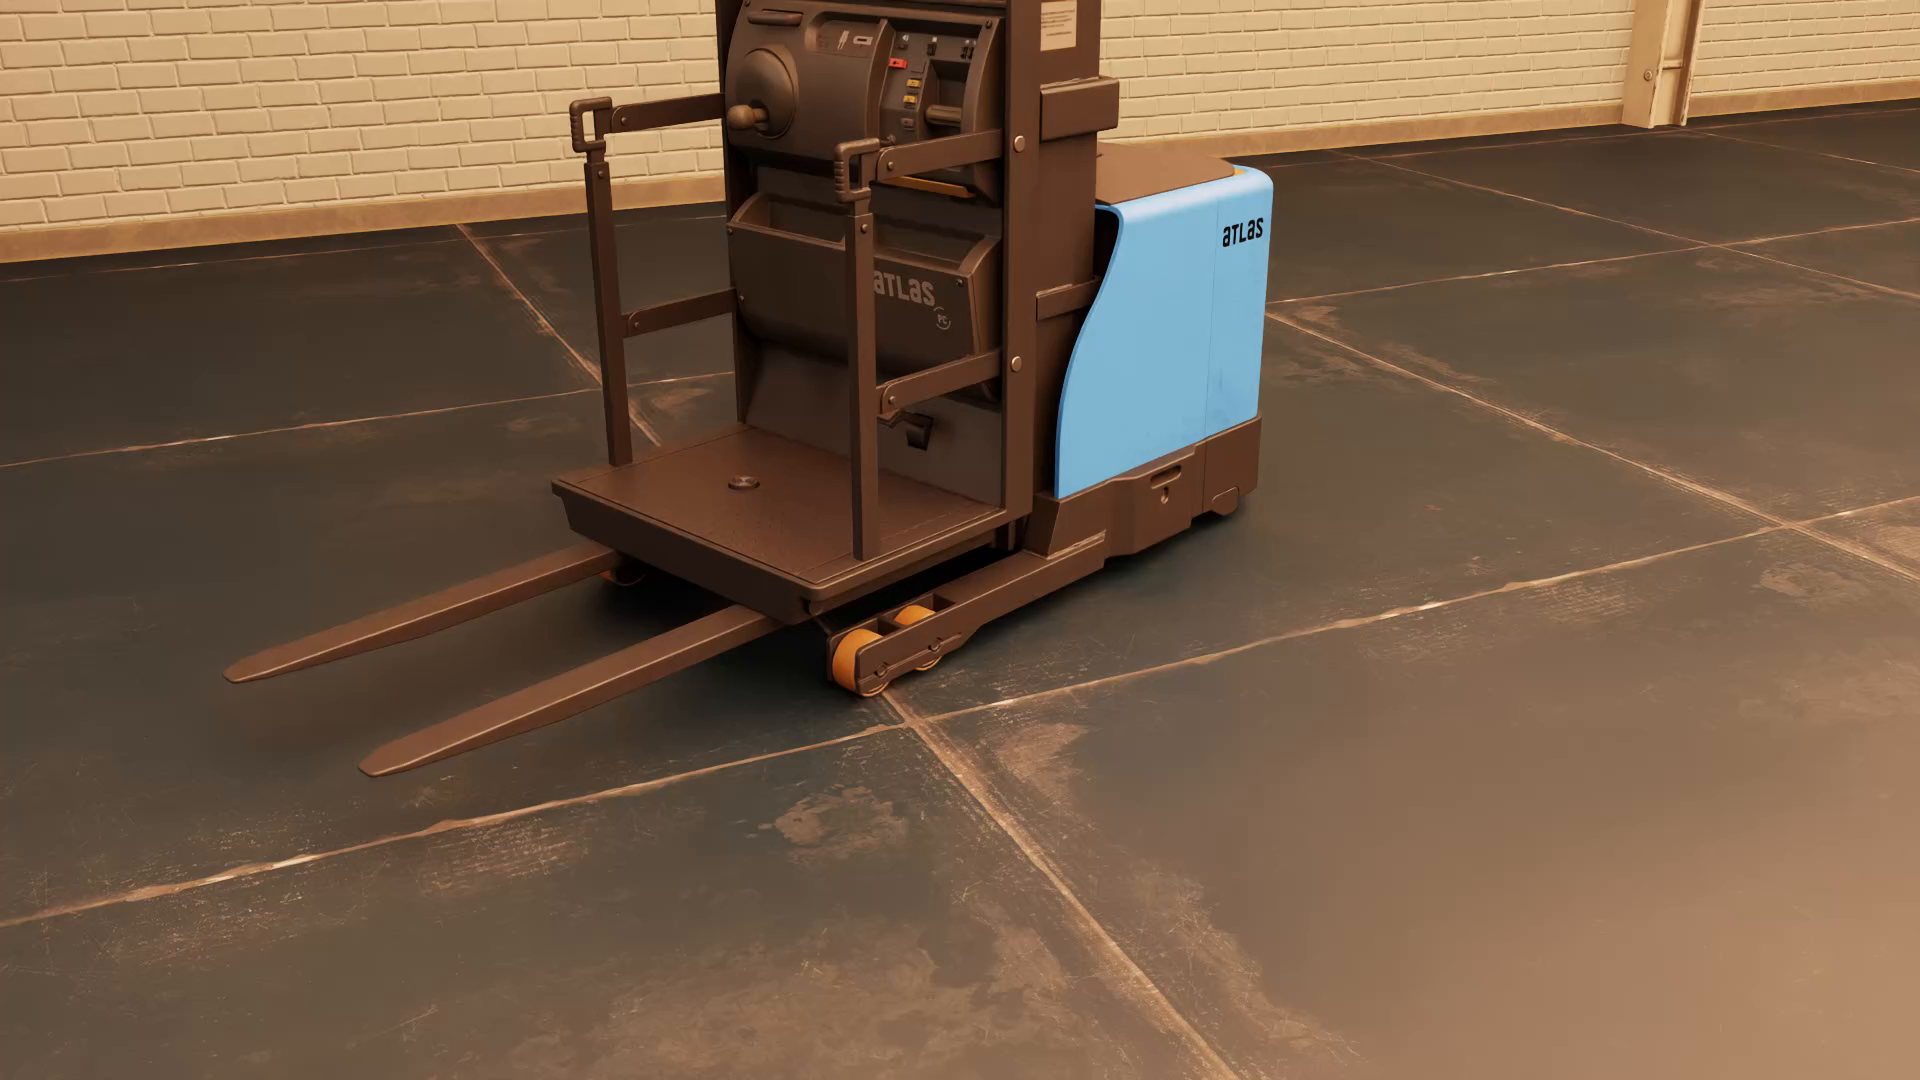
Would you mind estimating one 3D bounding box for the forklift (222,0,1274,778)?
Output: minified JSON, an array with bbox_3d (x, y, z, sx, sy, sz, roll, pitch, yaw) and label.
[{"bbox_3d":[-0.413,-1.182,4.131,1.130,2.935,3.031,19,29,39],"label":"forklift"}]
